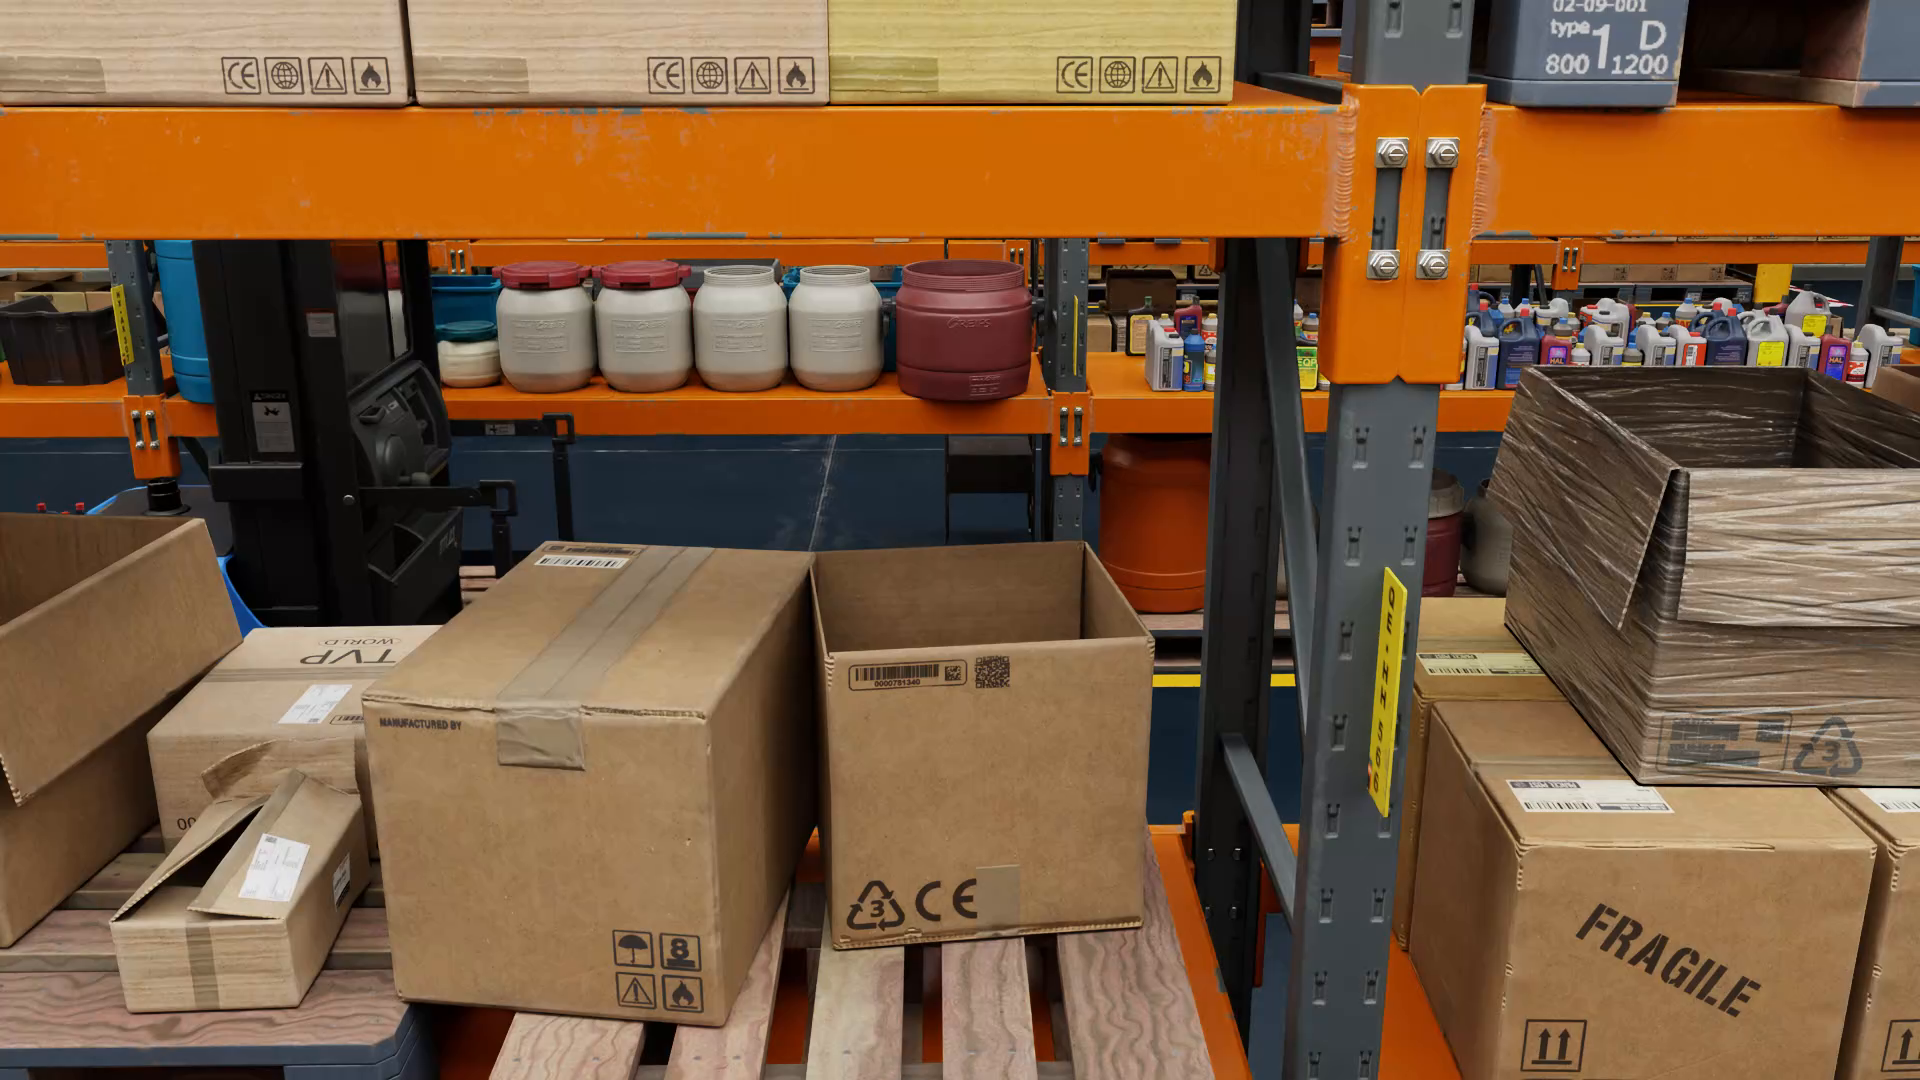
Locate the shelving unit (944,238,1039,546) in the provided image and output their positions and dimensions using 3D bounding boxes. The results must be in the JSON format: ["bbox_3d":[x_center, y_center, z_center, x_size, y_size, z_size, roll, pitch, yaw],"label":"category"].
[{"bbox_3d":[0.166,-1.001,9.229,0.503,2.100,0.431,0,18,-1],"label":"shelving unit"}]

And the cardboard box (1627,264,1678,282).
[{"bbox_3d":[7.119,-2.998,17.387,0.500,0.500,0.700,0,18,-1],"label":"cardboard box"}]

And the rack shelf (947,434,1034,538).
[{"bbox_3d":[0.166,-0.321,9.447,0.480,0.518,0.431,0,18,-1],"label":"rack shelf"}]

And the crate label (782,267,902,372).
[{"bbox_3d":[-0.522,-1.055,7.867,0.616,0.435,0.502,0,18,-1],"label":"crate label"}]

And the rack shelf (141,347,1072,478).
[{"bbox_3d":[-1.525,-0.608,7.710,4.000,0.370,1.077,0,18,-1],"label":"rack shelf"}]

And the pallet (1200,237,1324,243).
[{"bbox_3d":[2.345,-2.392,12.409,1.213,0.211,1.003,0,18,-1],"label":"pallet"}]

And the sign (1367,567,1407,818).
[{"bbox_3d":[0.571,0.205,2.233,0.005,0.325,0.100,0,18,-1],"label":"sign"}]

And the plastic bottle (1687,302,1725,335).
[{"bbox_3d":[3.374,-0.895,7.507,0.185,0.351,0.144,0,18,-1],"label":"plastic bottle"}]

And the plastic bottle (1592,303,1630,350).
[{"bbox_3d":[3.082,-0.983,7.906,0.135,0.276,0.152,0,18,-1],"label":"plastic bottle"}]

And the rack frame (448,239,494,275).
[{"bbox_3d":[-3.599,-2.454,12.286,0.127,3.000,1.000,0,18,-1],"label":"rack frame"}]

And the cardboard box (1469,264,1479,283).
[{"bbox_3d":[5.068,-2.987,17.354,0.500,0.500,0.700,0,18,0],"label":"cardboard box"}]

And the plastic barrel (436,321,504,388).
[{"bbox_3d":[-2.198,-0.834,7.465,0.301,0.262,0.301,0,18,0],"label":"plastic barrel"}]

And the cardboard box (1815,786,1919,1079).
[{"bbox_3d":[1.559,0.583,2.657,0.500,0.500,0.500,-1,18,-2],"label":"cardboard box"}]

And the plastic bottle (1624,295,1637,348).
[{"bbox_3d":[3.213,-1.048,8.095,0.133,0.283,0.061,0,18,-1],"label":"plastic bottle"}]

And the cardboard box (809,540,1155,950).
[{"bbox_3d":[0.014,0.320,2.788,0.500,0.500,0.500,-2,18,-8],"label":"cardboard box"}]

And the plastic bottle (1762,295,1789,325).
[{"bbox_3d":[3.968,-1.052,8.106,0.133,0.283,0.061,0,18,-1],"label":"plastic bottle"}]

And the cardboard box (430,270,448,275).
[{"bbox_3d":[-4.067,-1.795,12.818,0.500,0.500,0.500,0,18,-1],"label":"cardboard box"}]

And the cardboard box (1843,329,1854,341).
[{"bbox_3d":[6.852,-1.491,13.066,0.500,0.250,0.500,0,18,-1],"label":"cardboard box"}]

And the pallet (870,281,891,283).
[{"bbox_3d":[-0.463,-2.655,17.478,1.213,0.211,1.003,0,18,-1],"label":"pallet"}]

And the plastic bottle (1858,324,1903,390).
[{"bbox_3d":[4.086,-0.820,7.395,0.135,0.276,0.152,0,18,-1],"label":"plastic bottle"}]

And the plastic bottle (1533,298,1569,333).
[{"bbox_3d":[2.848,-1.029,8.047,0.135,0.276,0.152,0,18,-1],"label":"plastic bottle"}]

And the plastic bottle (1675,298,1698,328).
[{"bbox_3d":[3.524,-1.038,8.084,0.097,0.271,0.097,0,18,0],"label":"plastic bottle"}]

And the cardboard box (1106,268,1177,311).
[{"bbox_3d":[1.388,-1.927,12.788,0.500,0.250,0.500,0,18,1],"label":"cardboard box"}]

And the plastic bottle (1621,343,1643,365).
[{"bbox_3d":[2.966,-0.770,7.364,0.097,0.201,0.097,0,18,0],"label":"plastic bottle"}]

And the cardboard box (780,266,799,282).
[{"bbox_3d":[-1.918,-3.002,17.368,0.500,0.500,0.700,0,18,0],"label":"cardboard box"}]

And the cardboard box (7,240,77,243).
[{"bbox_3d":[-6.606,-2.484,12.218,0.500,0.500,0.700,0,18,1],"label":"cardboard box"}]

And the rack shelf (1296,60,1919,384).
[{"bbox_3d":[2.553,-0.543,2.596,4.000,0.370,1.077,0,18,-1],"label":"rack shelf"}]

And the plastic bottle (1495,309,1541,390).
[{"bbox_3d":[2.459,-0.846,7.355,0.185,0.351,0.144,0,18,-1],"label":"plastic bottle"}]

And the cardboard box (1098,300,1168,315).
[{"bbox_3d":[1.332,-1.568,12.898,0.500,0.500,0.500,0,18,1],"label":"cardboard box"}]

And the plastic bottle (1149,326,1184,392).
[{"bbox_3d":[0.913,-0.804,7.347,0.135,0.276,0.152,0,18,-1],"label":"plastic bottle"}]

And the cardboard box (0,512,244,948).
[{"bbox_3d":[-1.714,0.286,2.888,0.637,0.503,0.797,2,18,5],"label":"cardboard box"}]

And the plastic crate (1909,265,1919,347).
[{"bbox_3d":[4.936,-1.107,8.015,0.575,0.384,0.392,0,18,-1],"label":"plastic crate"}]

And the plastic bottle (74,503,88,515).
[{"bbox_3d":[-4.338,-0.012,8.290,0.185,0.351,0.144,0,18,1],"label":"plastic bottle"}]

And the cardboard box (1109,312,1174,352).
[{"bbox_3d":[1.384,-1.411,12.408,0.500,0.500,0.500,-1,18,-3],"label":"cardboard box"}]

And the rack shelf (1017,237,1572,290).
[{"bbox_3d":[2.401,-2.140,12.486,4.000,0.370,1.077,0,18,-1],"label":"rack shelf"}]

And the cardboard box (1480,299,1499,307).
[{"bbox_3d":[3.913,-1.584,12.945,0.500,0.500,0.500,-1,18,-3],"label":"cardboard box"}]

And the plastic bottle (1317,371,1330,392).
[{"bbox_3d":[1.625,-0.764,7.343,0.097,0.201,0.097,0,18,0],"label":"plastic bottle"}]

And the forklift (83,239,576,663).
[{"bbox_3d":[-1.874,-0.457,6.174,3.031,2.935,1.130,0,18,-1],"label":"forklift"}]

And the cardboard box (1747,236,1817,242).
[{"bbox_3d":[5.926,-2.464,12.155,0.500,0.500,0.500,0,18,-1],"label":"cardboard box"}]

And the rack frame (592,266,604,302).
[{"bbox_3d":[-3.681,-3.967,17.002,0.127,3.000,1.000,0,18,-1],"label":"rack frame"}]

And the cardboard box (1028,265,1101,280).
[{"bbox_3d":[1.056,-3.126,17.212,0.750,0.750,0.750,-1,18,-2],"label":"cardboard box"}]

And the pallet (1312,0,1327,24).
[{"bbox_3d":[2.710,-3.843,12.015,1.003,0.211,1.213,0,18,-1],"label":"pallet"}]

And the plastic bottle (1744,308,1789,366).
[{"bbox_3d":[3.561,-0.852,7.372,0.185,0.351,0.144,0,18,-1],"label":"plastic bottle"}]

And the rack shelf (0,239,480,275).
[{"bbox_3d":[-5.599,-2.101,12.365,4.000,0.370,1.077,0,18,-1],"label":"rack shelf"}]

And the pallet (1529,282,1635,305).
[{"bbox_3d":[6.303,-2.664,17.506,1.213,0.211,1.003,0,18,-1],"label":"pallet"}]

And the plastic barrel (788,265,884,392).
[{"bbox_3d":[-0.550,-0.943,7.394,0.421,0.512,0.421,0,18,0],"label":"plastic barrel"}]

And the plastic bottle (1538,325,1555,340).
[{"bbox_3d":[2.600,-0.821,7.405,0.097,0.271,0.097,0,18,0],"label":"plastic bottle"}]

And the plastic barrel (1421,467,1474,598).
[{"bbox_3d":[2.093,-0.025,7.974,0.708,0.588,0.600,0,18,-1],"label":"plastic barrel"}]

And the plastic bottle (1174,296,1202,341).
[{"bbox_3d":[1.104,-1.038,8.063,0.133,0.283,0.061,0,18,-1],"label":"plastic bottle"}]

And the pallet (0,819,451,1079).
[{"bbox_3d":[-1.425,0.666,2.875,1.213,0.211,1.003,0,18,-1],"label":"pallet"}]

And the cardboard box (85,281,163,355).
[{"bbox_3d":[-6.059,-1.626,12.292,0.500,0.500,0.500,0,18,-1],"label":"cardboard box"}]
